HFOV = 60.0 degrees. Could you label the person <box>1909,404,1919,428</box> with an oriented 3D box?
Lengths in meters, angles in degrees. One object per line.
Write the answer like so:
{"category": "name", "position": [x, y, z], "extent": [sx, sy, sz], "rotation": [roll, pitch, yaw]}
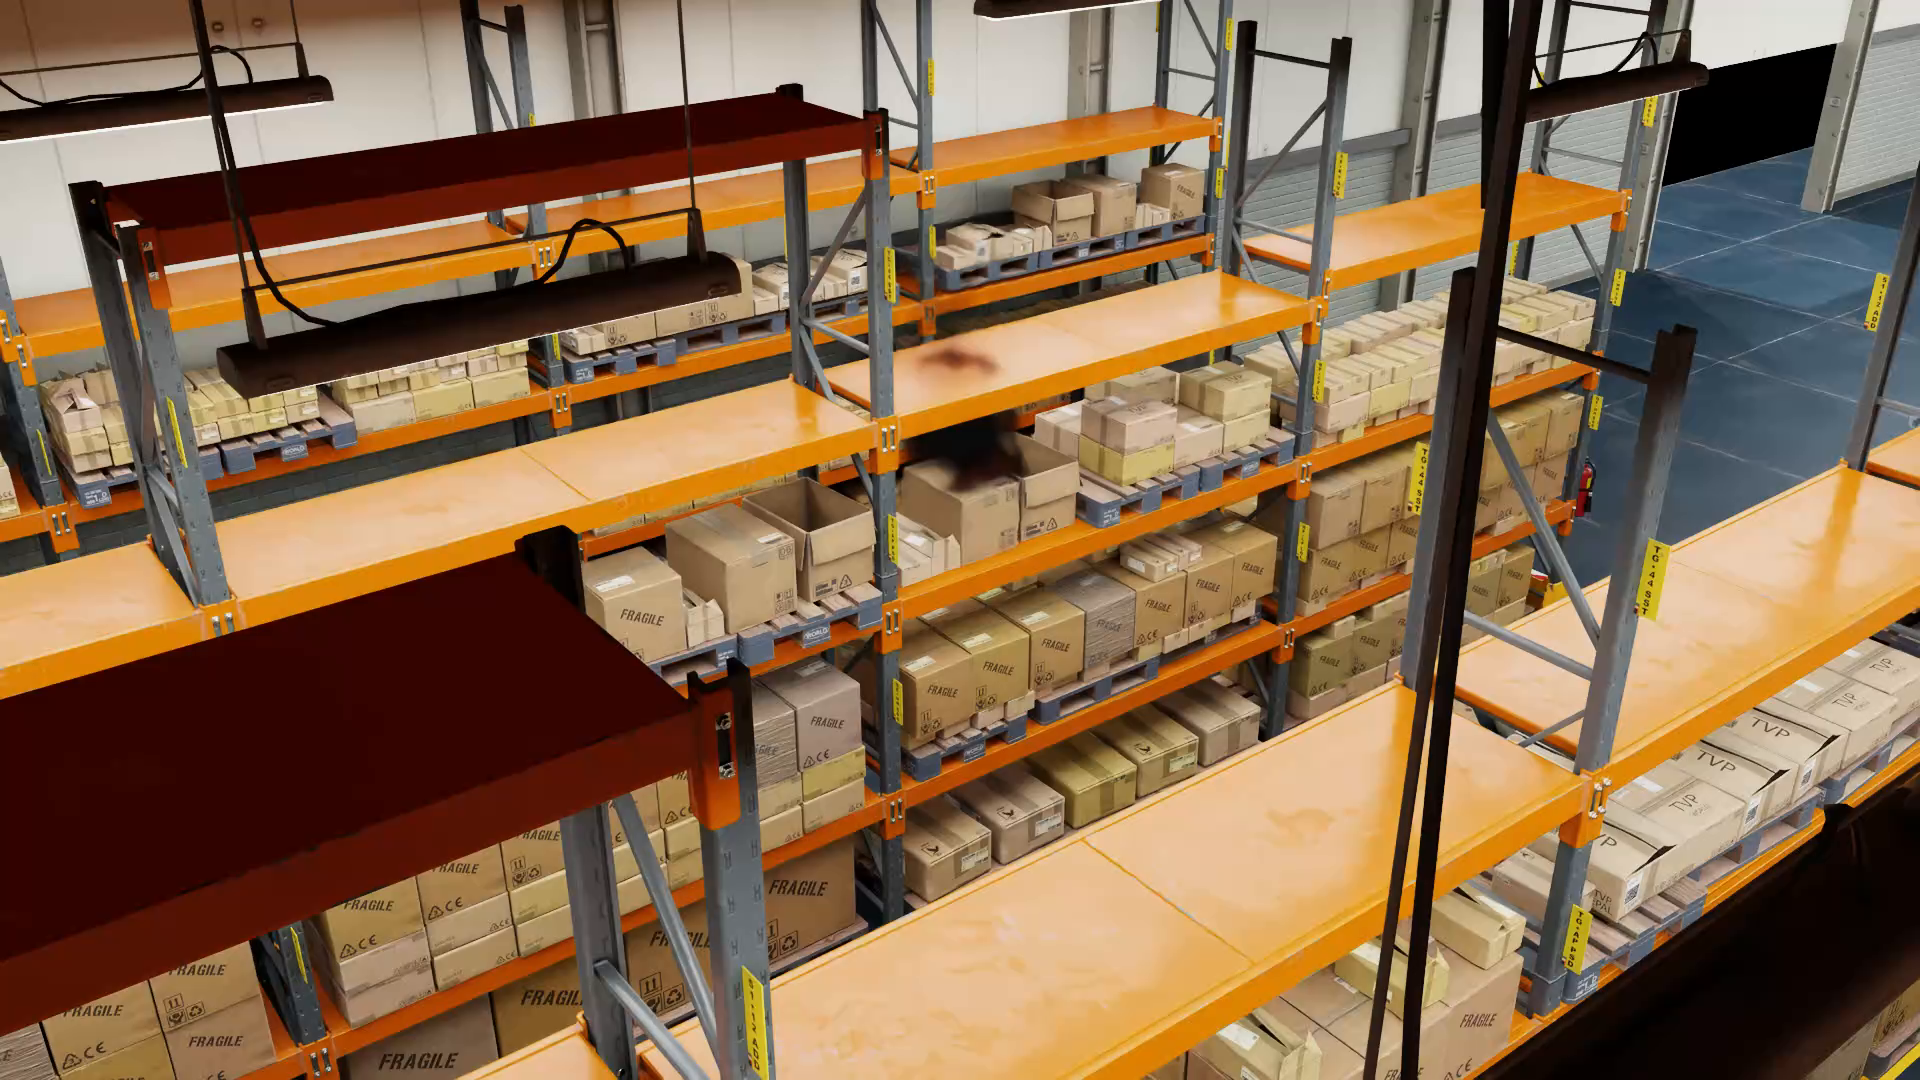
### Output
{"category": "person", "position": [10.959, -1.202, 18.679], "extent": [0.644, 1.696, 0.737], "rotation": [3, 26, 5]}
